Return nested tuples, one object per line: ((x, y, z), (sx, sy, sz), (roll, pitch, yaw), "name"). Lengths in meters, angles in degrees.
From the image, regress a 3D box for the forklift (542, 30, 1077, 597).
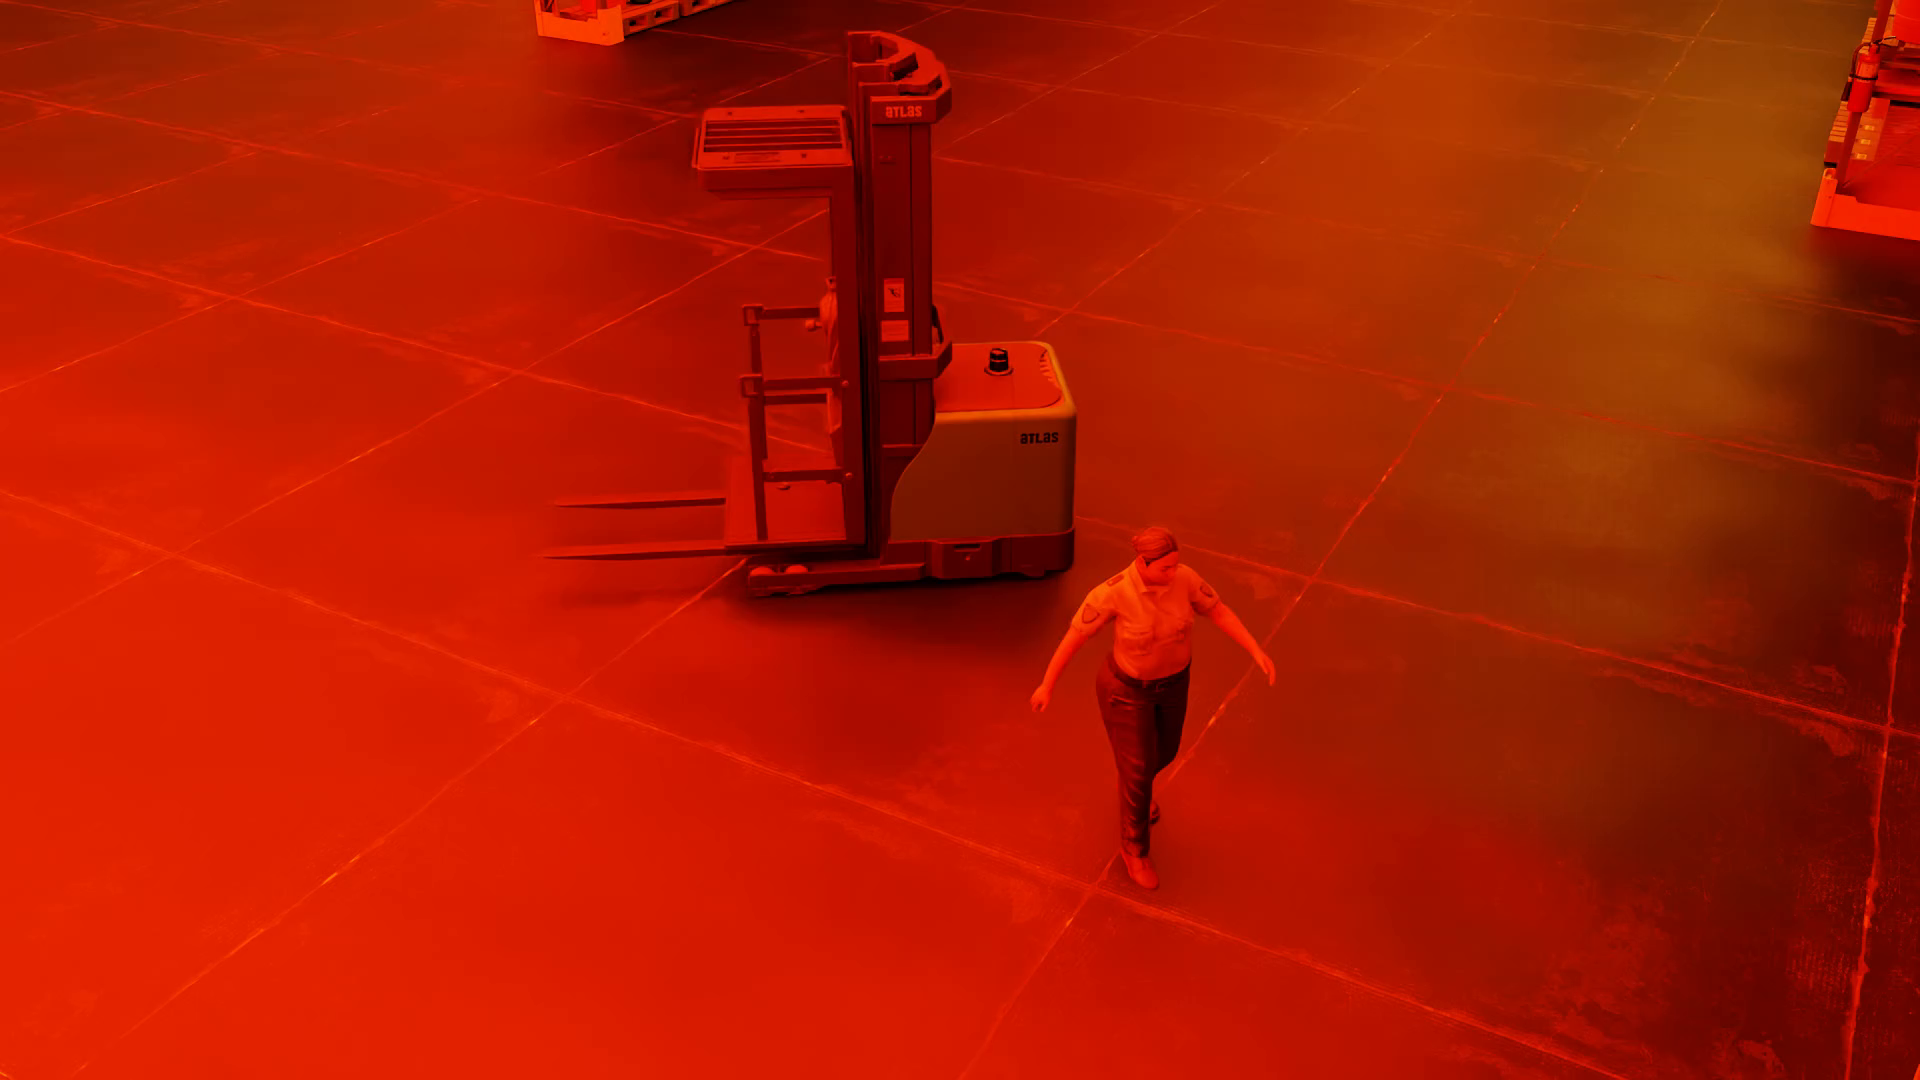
((-0.890, -1.225, 9.194), (3.031, 2.935, 1.130), (-3, 30, -5), "forklift")

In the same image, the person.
((0.802, 0.682, 7.226), (0.899, 1.630, 0.721), (-13, 33, -22), "person")
